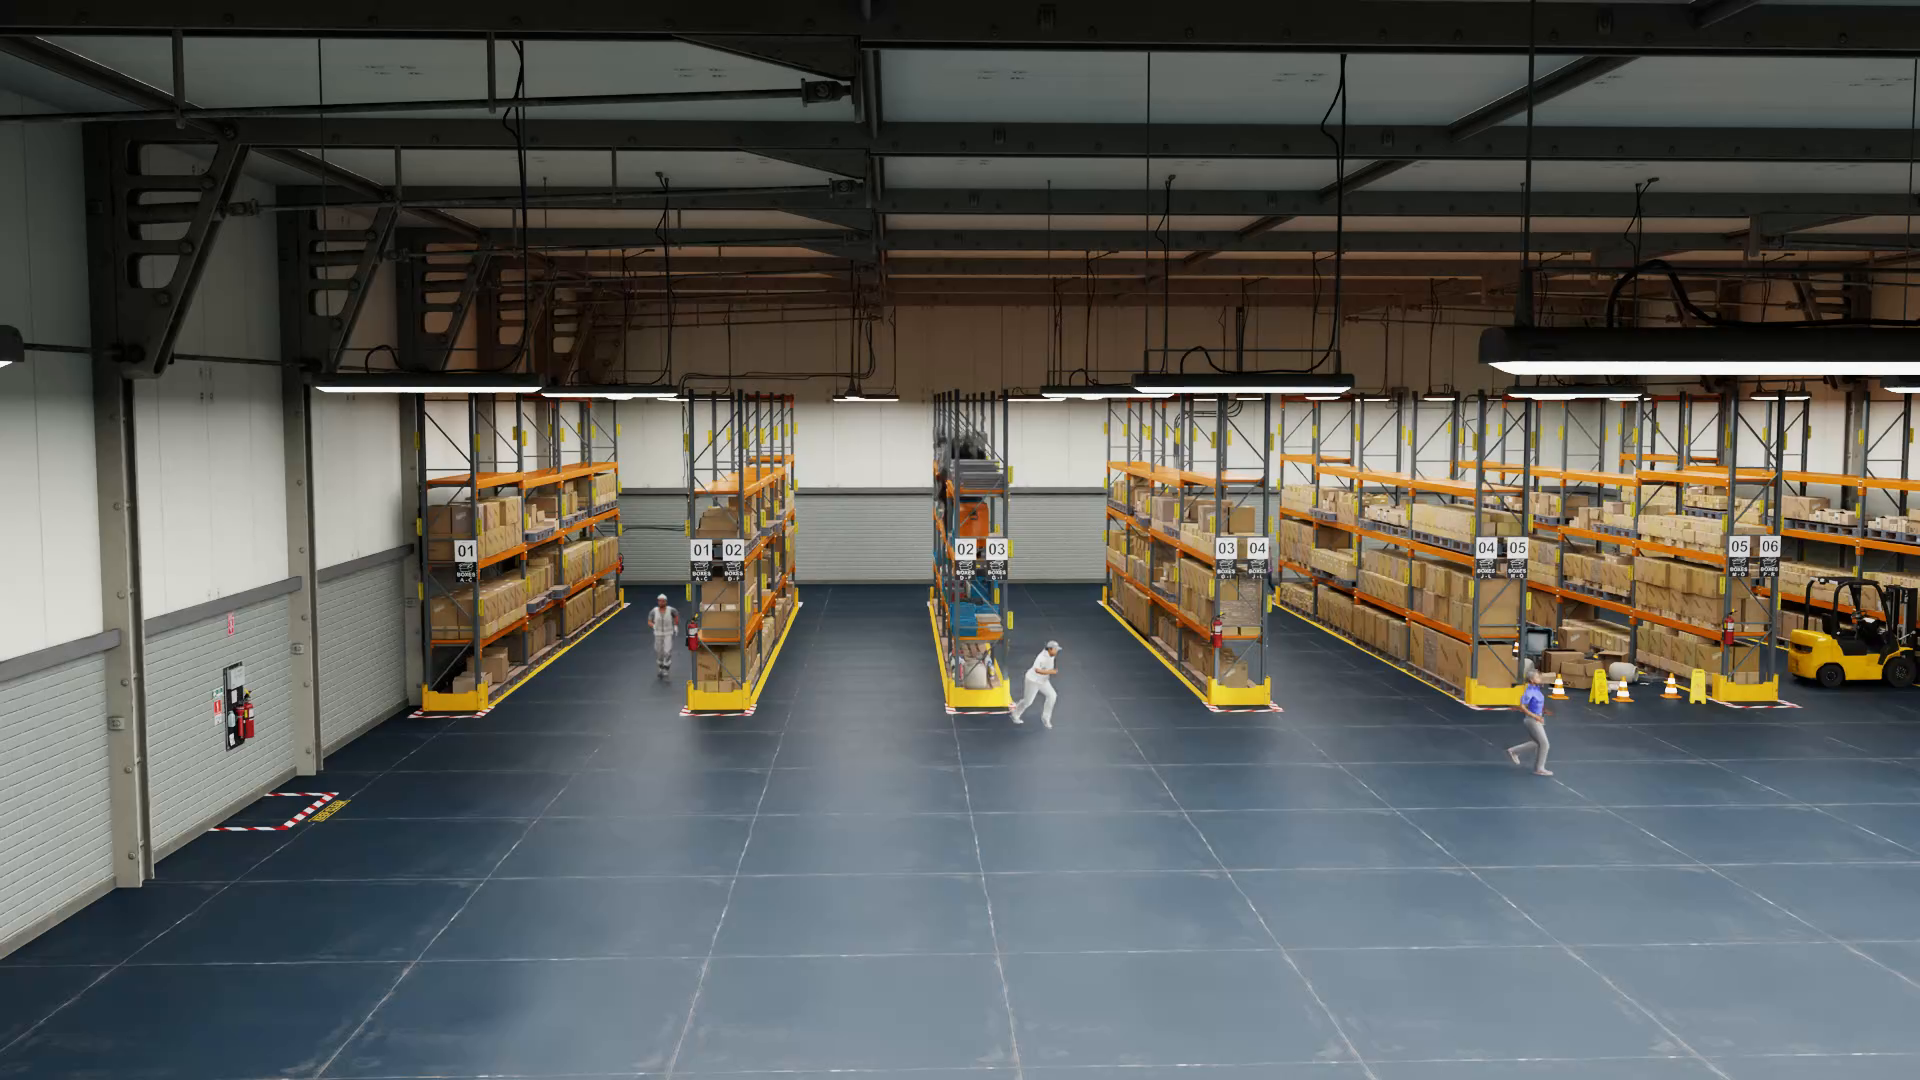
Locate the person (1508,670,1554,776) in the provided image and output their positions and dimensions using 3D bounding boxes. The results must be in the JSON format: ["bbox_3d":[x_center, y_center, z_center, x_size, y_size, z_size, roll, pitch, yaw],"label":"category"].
[{"bbox_3d":[8.838,2.818,25.749,0.700,1.608,0.581,3,5,31],"label":"person"}]

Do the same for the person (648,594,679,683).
[{"bbox_3d":[-6.165,2.027,34.508,0.602,1.838,0.801,0,5,-1],"label":"person"}]

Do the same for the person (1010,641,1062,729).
[{"bbox_3d":[1.361,2.566,29.507,0.996,1.617,0.642,3,5,30],"label":"person"}]

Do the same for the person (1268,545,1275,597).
[{"bbox_3d":[9.069,0.941,48.978,0.682,1.622,0.539,0,5,-5],"label":"person"}]
